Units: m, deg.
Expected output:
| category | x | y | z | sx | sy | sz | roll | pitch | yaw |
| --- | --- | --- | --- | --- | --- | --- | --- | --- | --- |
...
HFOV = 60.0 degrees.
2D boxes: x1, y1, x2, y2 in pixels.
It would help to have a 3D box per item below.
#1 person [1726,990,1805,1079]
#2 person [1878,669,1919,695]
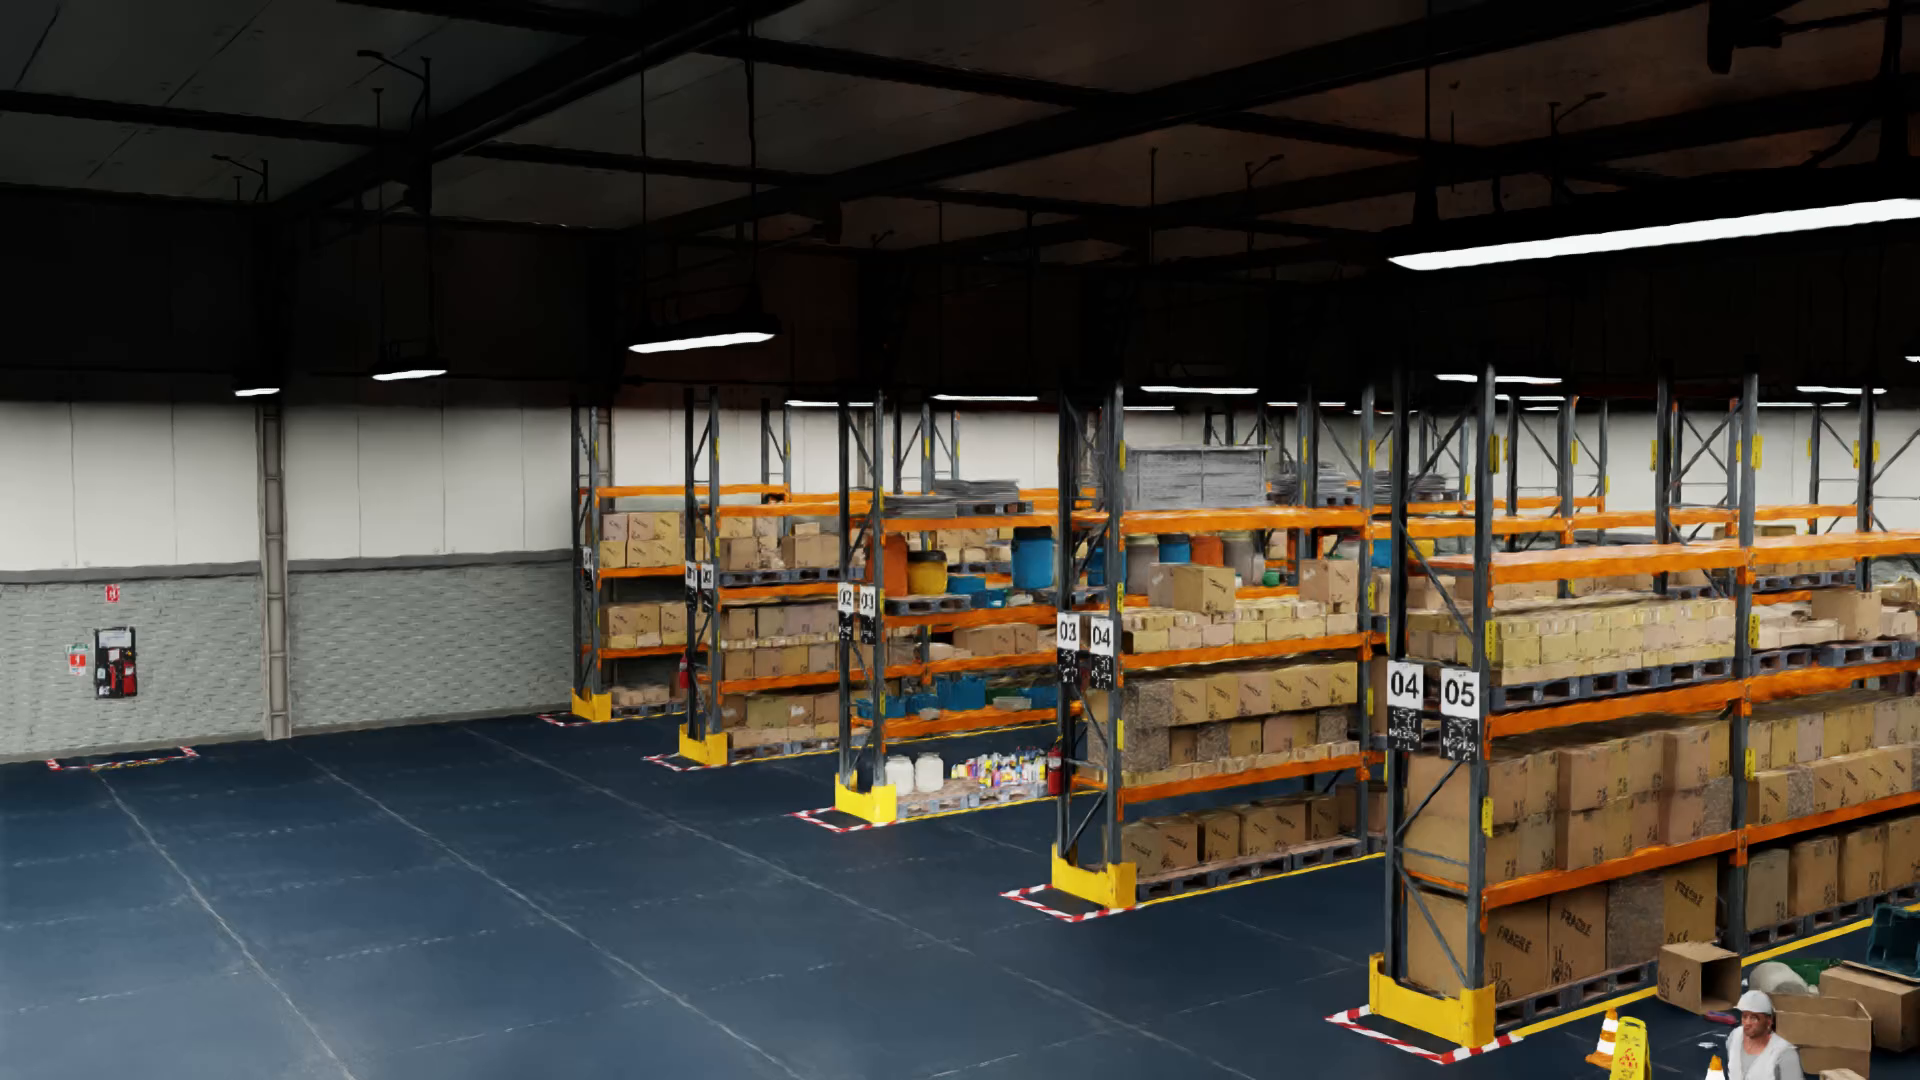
| category | x | y | z | sx | sy | sz | roll | pitch | yaw |
| --- | --- | --- | --- | --- | --- | --- | --- | --- | --- |
| person | 4.997 | 3.669 | 10.392 | 1.044 | 1.736 | 0.567 | -2 | 4 | -35 |
| person | 15.829 | 2.585 | 28.006 | 0.679 | 1.766 | 0.508 | 1 | 4 | 14 |
